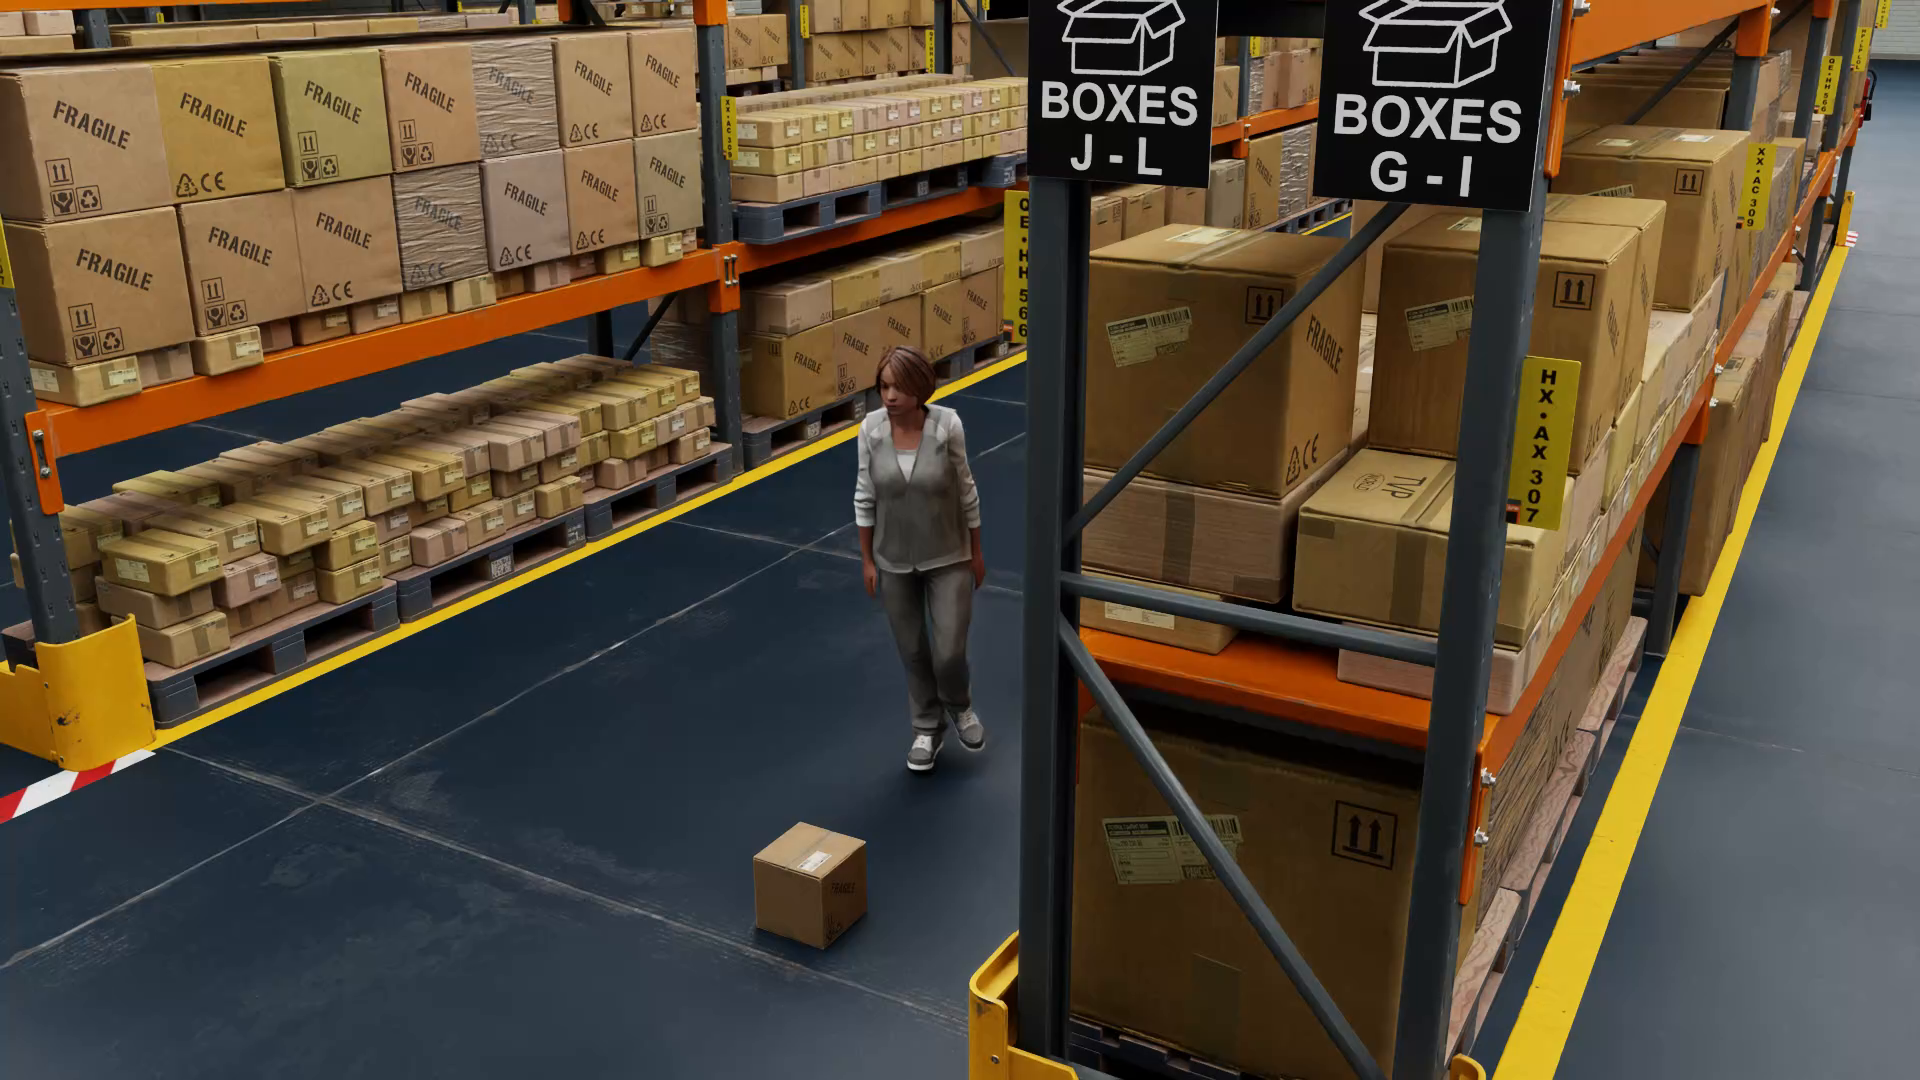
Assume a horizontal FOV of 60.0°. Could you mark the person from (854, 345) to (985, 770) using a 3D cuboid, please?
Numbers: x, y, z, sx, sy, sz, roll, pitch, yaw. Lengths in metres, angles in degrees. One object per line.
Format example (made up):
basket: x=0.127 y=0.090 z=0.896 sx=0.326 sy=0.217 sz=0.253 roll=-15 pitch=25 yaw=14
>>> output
person: x=-0.139 y=0.076 z=5.836 sx=0.450 sy=1.587 sz=0.420 roll=4 pitch=20 yaw=11
